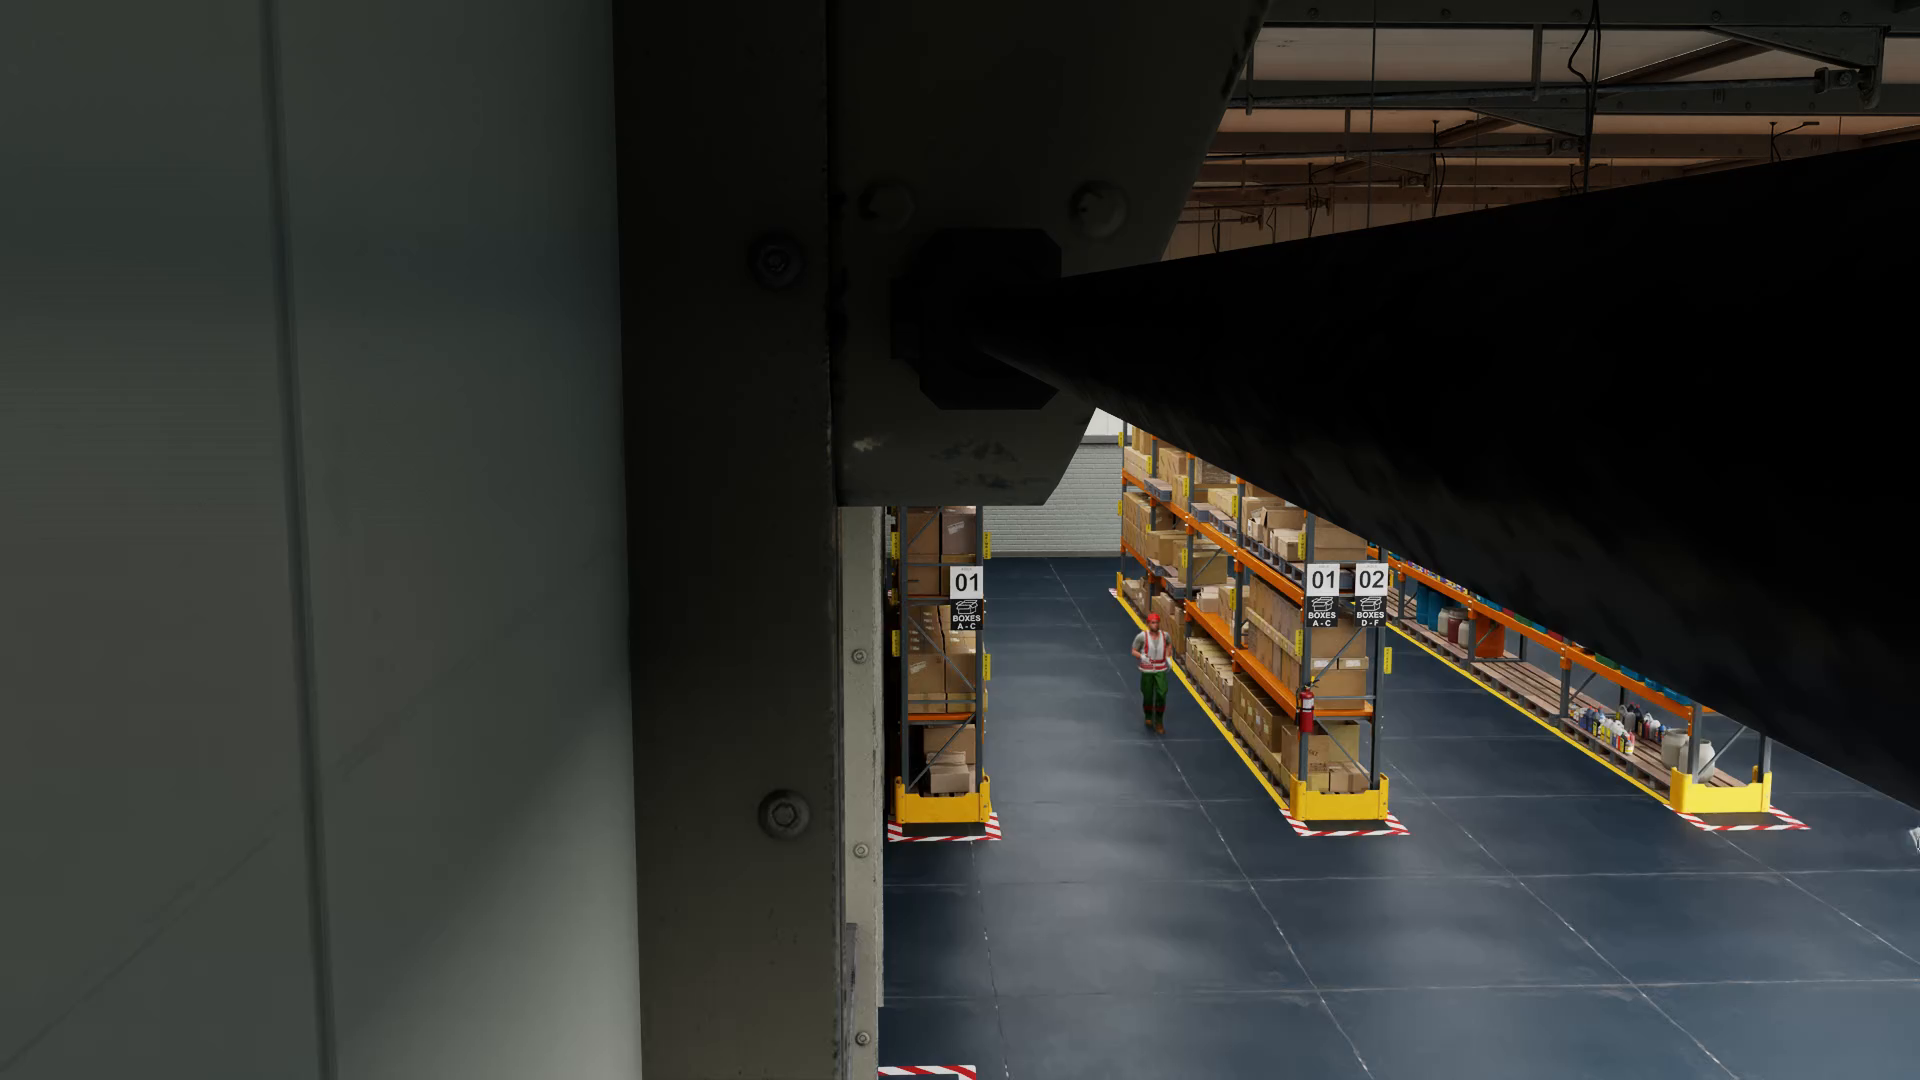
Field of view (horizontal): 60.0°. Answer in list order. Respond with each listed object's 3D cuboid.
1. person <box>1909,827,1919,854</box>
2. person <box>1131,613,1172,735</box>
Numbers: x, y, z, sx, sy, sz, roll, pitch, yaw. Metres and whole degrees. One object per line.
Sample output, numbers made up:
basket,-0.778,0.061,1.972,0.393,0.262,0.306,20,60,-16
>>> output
person,11.135,2.851,18.801,0.680,1.750,0.666,3,9,20
person,2.867,1.987,24.783,0.635,1.825,0.749,0,8,0
